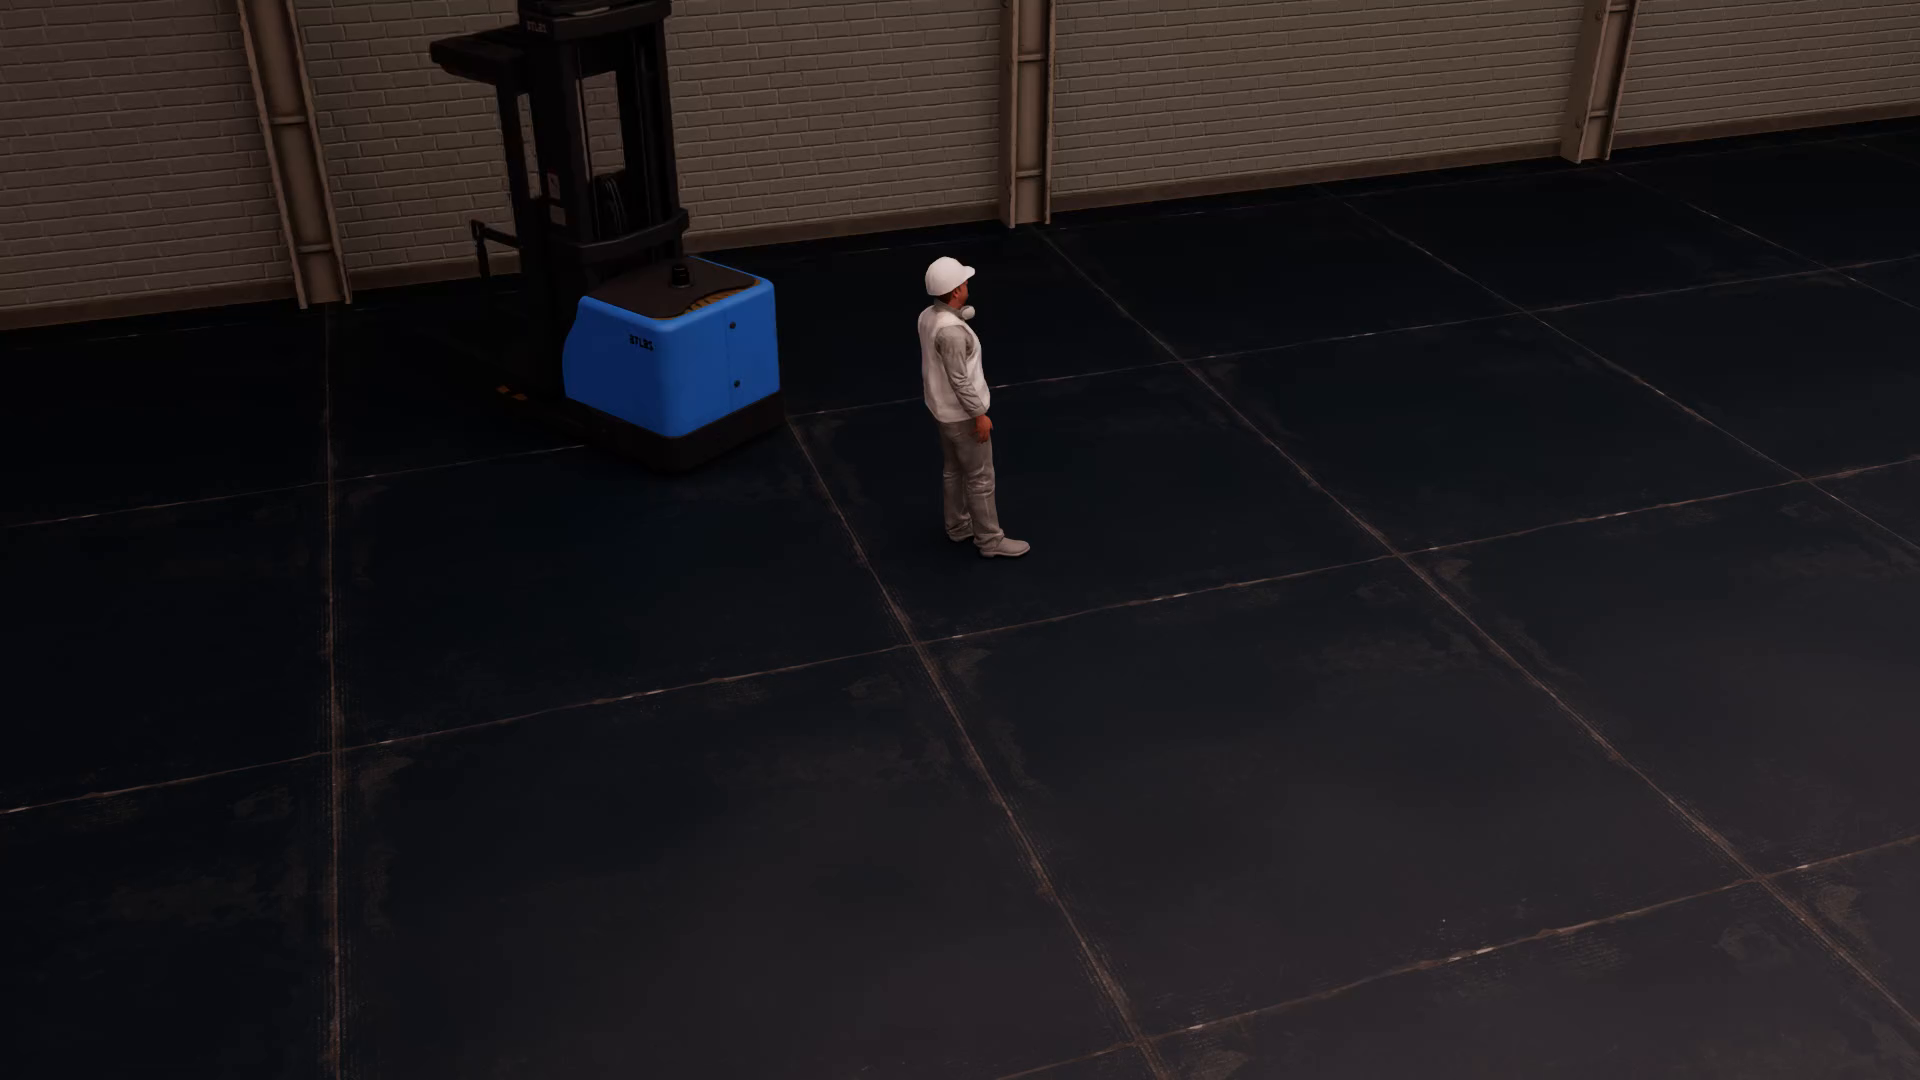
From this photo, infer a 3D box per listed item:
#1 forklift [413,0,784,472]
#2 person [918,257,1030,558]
[{"bbox_3d":[-2.660,-2.298,11.081,3.031,2.935,1.130,22,36,33],"label":"forklift"},{"bbox_3d":[0.062,-0.782,9.591,0.566,1.775,0.634,-10,31,-16],"label":"person"}]
